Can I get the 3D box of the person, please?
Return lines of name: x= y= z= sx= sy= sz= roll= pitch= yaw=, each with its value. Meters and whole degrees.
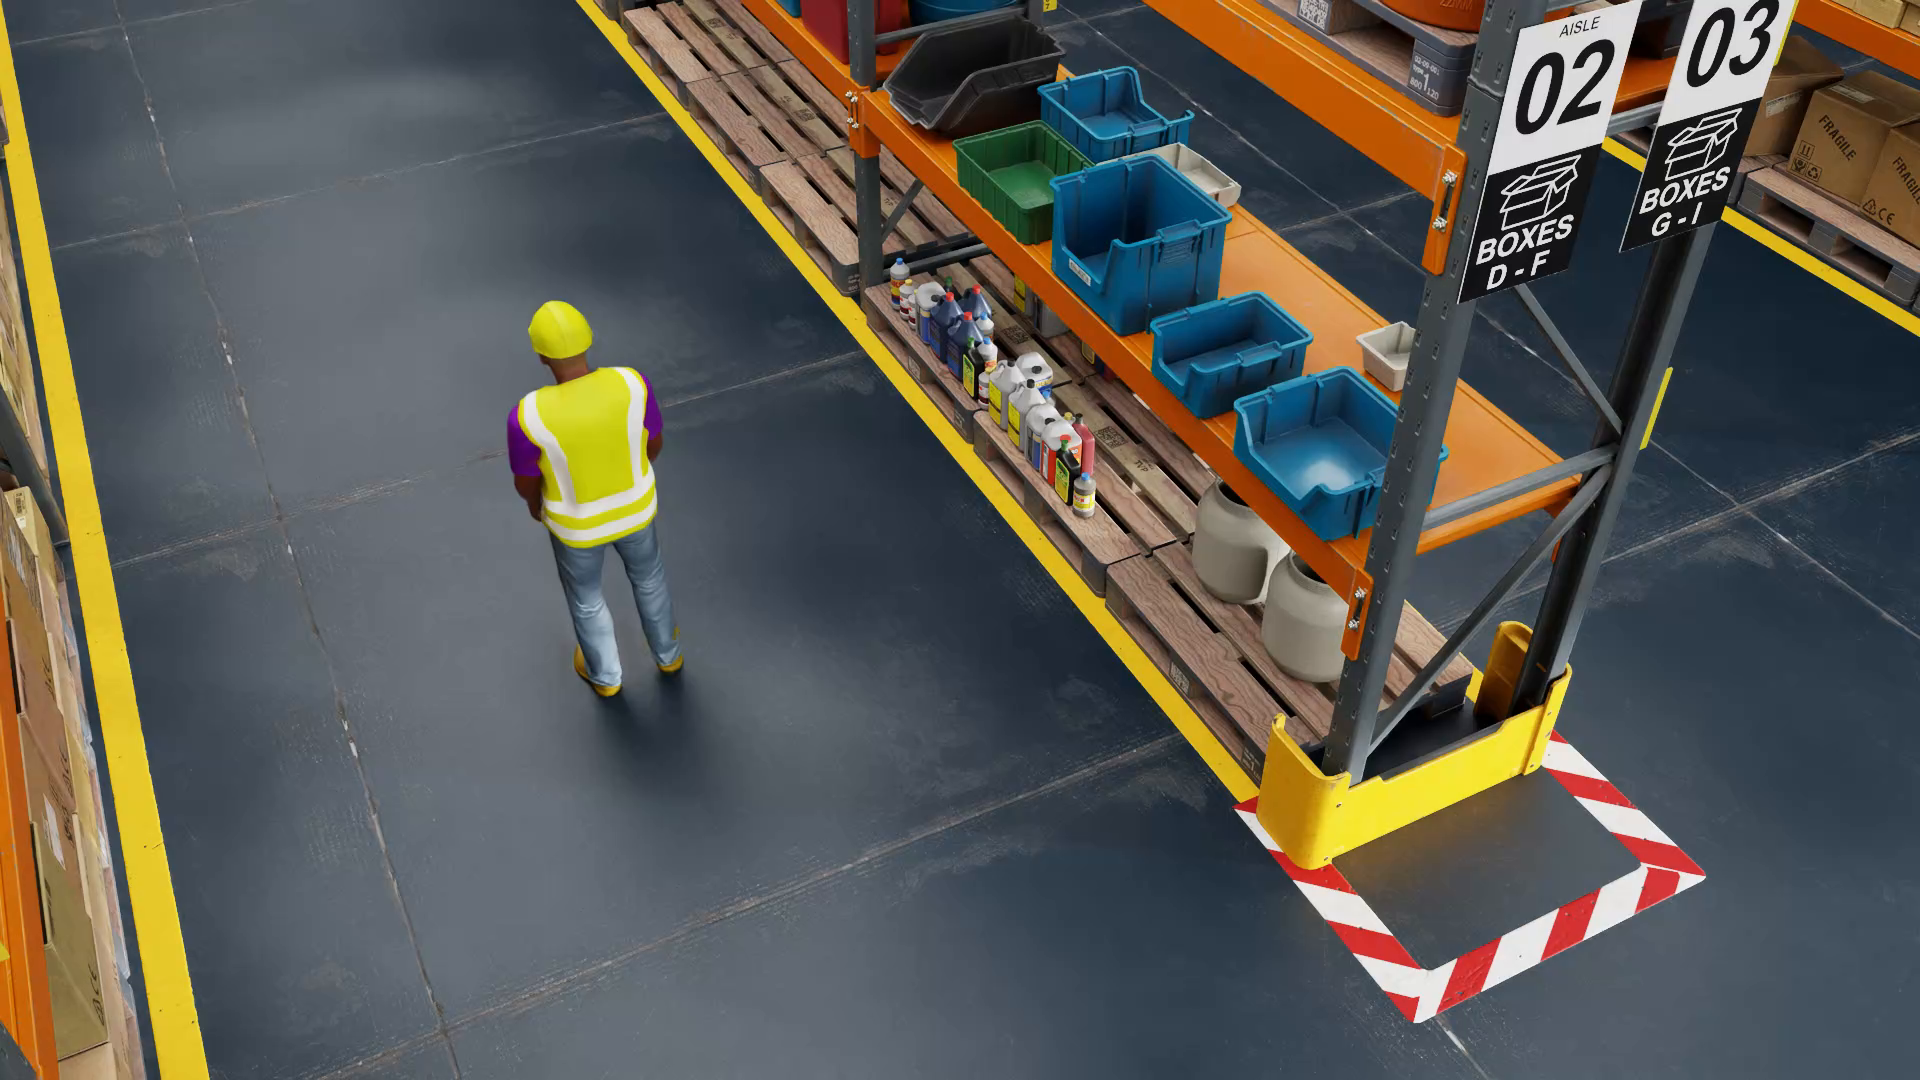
person: x=-1.375 y=-0.132 z=6.294 sx=0.577 sy=1.764 sz=0.446 roll=-19 pitch=45 yaw=-21
